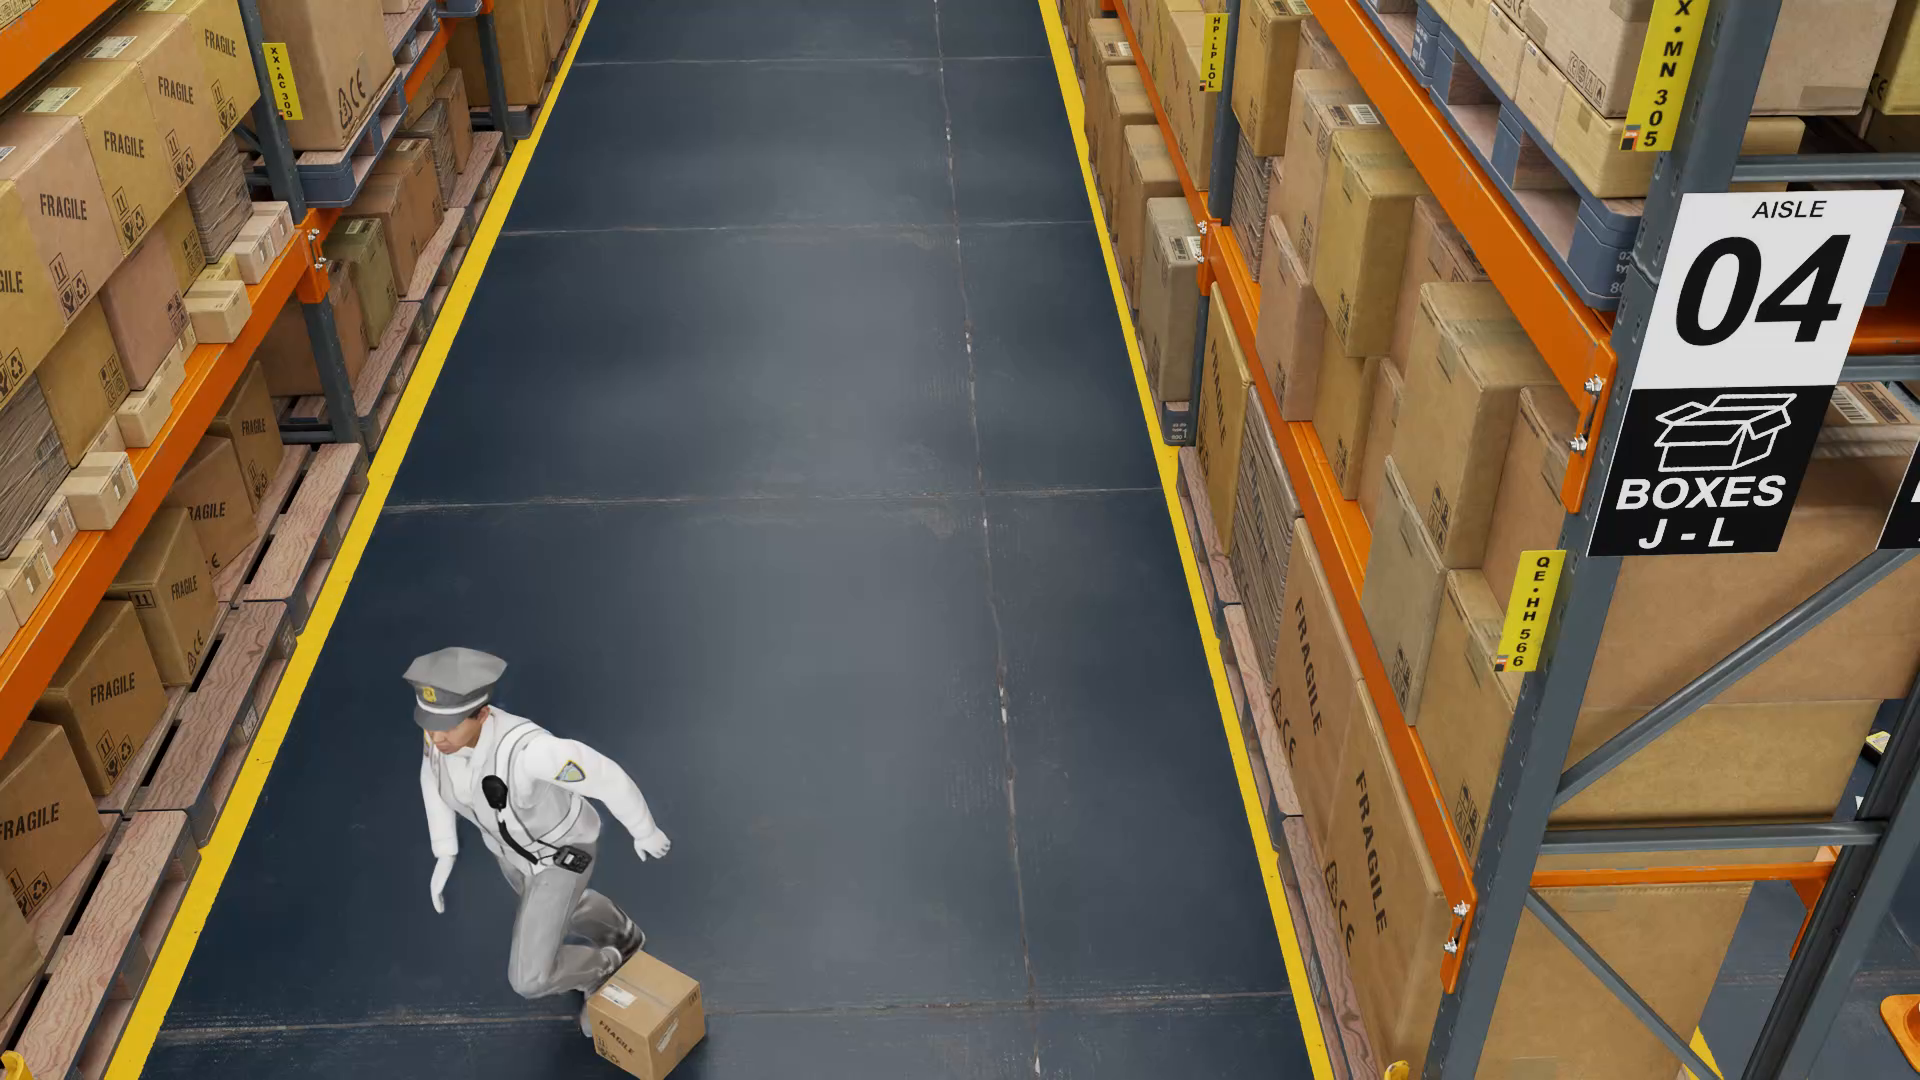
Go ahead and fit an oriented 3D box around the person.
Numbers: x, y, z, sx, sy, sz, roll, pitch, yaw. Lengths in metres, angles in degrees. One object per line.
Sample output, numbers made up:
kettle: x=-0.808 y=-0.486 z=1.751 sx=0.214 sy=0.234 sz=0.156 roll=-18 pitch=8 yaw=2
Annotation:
person: x=-1.229 y=0.900 z=4.932 sx=0.627 sy=1.606 sz=0.690 roll=24 pitch=42 yaw=30
